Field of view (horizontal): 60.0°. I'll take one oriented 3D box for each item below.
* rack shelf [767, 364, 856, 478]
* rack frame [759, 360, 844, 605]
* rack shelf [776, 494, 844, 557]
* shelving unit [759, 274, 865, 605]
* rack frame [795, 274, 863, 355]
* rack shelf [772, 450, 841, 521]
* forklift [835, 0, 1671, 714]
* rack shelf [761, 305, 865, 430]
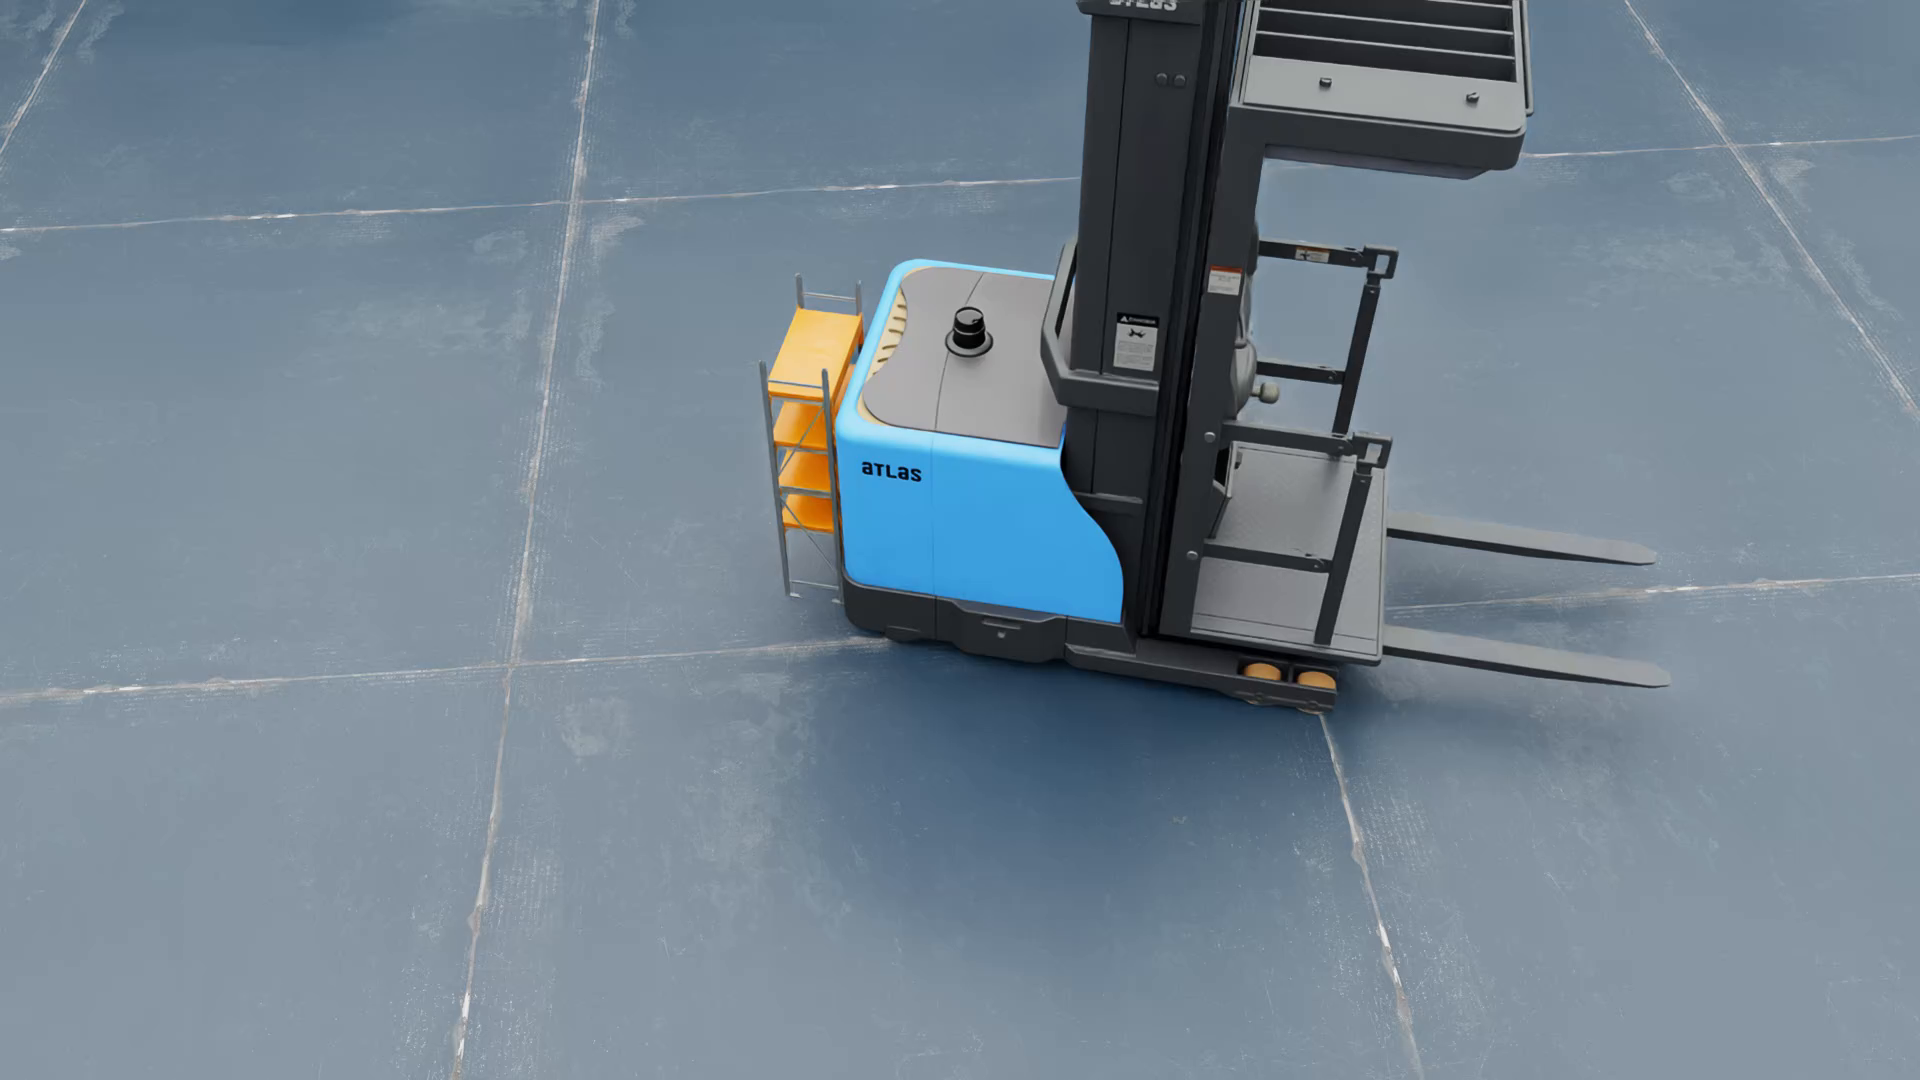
[{"bbox_3d":[-0.522,-0.463,6.146,0.258,0.148,0.480,8,47,7],"label":"rack shelf"},{"bbox_3d":[-0.568,-0.181,6.095,0.240,1.200,0.015,8,47,7],"label":"rack frame"},{"bbox_3d":[-0.522,-0.172,6.453,0.258,0.148,0.480,8,47,7],"label":"rack shelf"},{"bbox_3d":[-0.522,-0.355,6.260,0.258,1.200,0.503,8,47,7],"label":"shelving unit"},{"bbox_3d":[-0.476,-0.529,6.425,0.240,1.200,0.015,8,47,7],"label":"rack frame"},{"bbox_3d":[-0.522,-0.309,6.309,0.258,0.148,0.480,8,47,7],"label":"rack shelf"},{"bbox_3d":[1.126,-0.790,5.479,3.031,2.935,1.130,8,47,8],"label":"forklift"},{"bbox_3d":[-0.522,-0.625,5.975,0.258,0.148,0.480,8,47,7],"label":"rack shelf"}]
